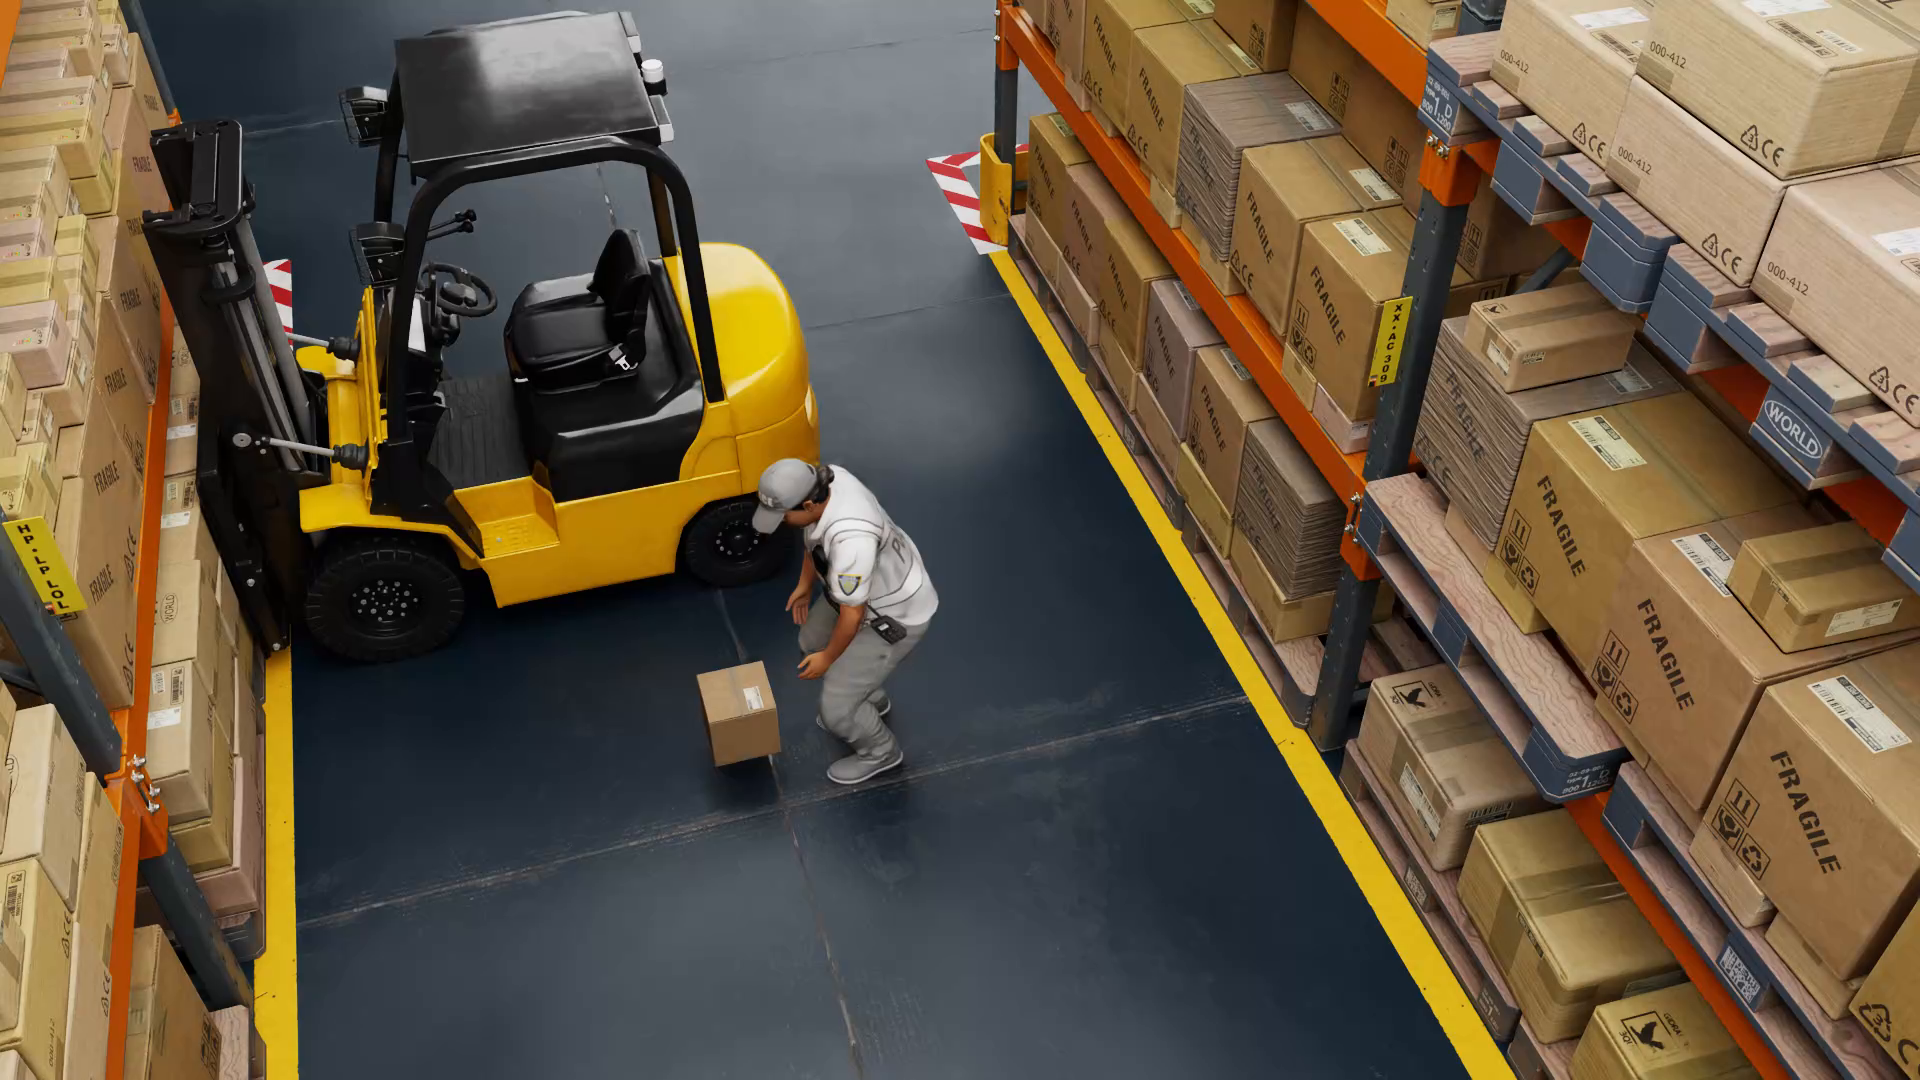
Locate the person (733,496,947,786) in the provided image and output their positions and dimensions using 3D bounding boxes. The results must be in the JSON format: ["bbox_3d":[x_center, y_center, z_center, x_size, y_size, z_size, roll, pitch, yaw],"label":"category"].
[{"bbox_3d":[-0.418,0.328,6.040,0.743,1.352,0.535,-12,44,-13],"label":"person"}]
